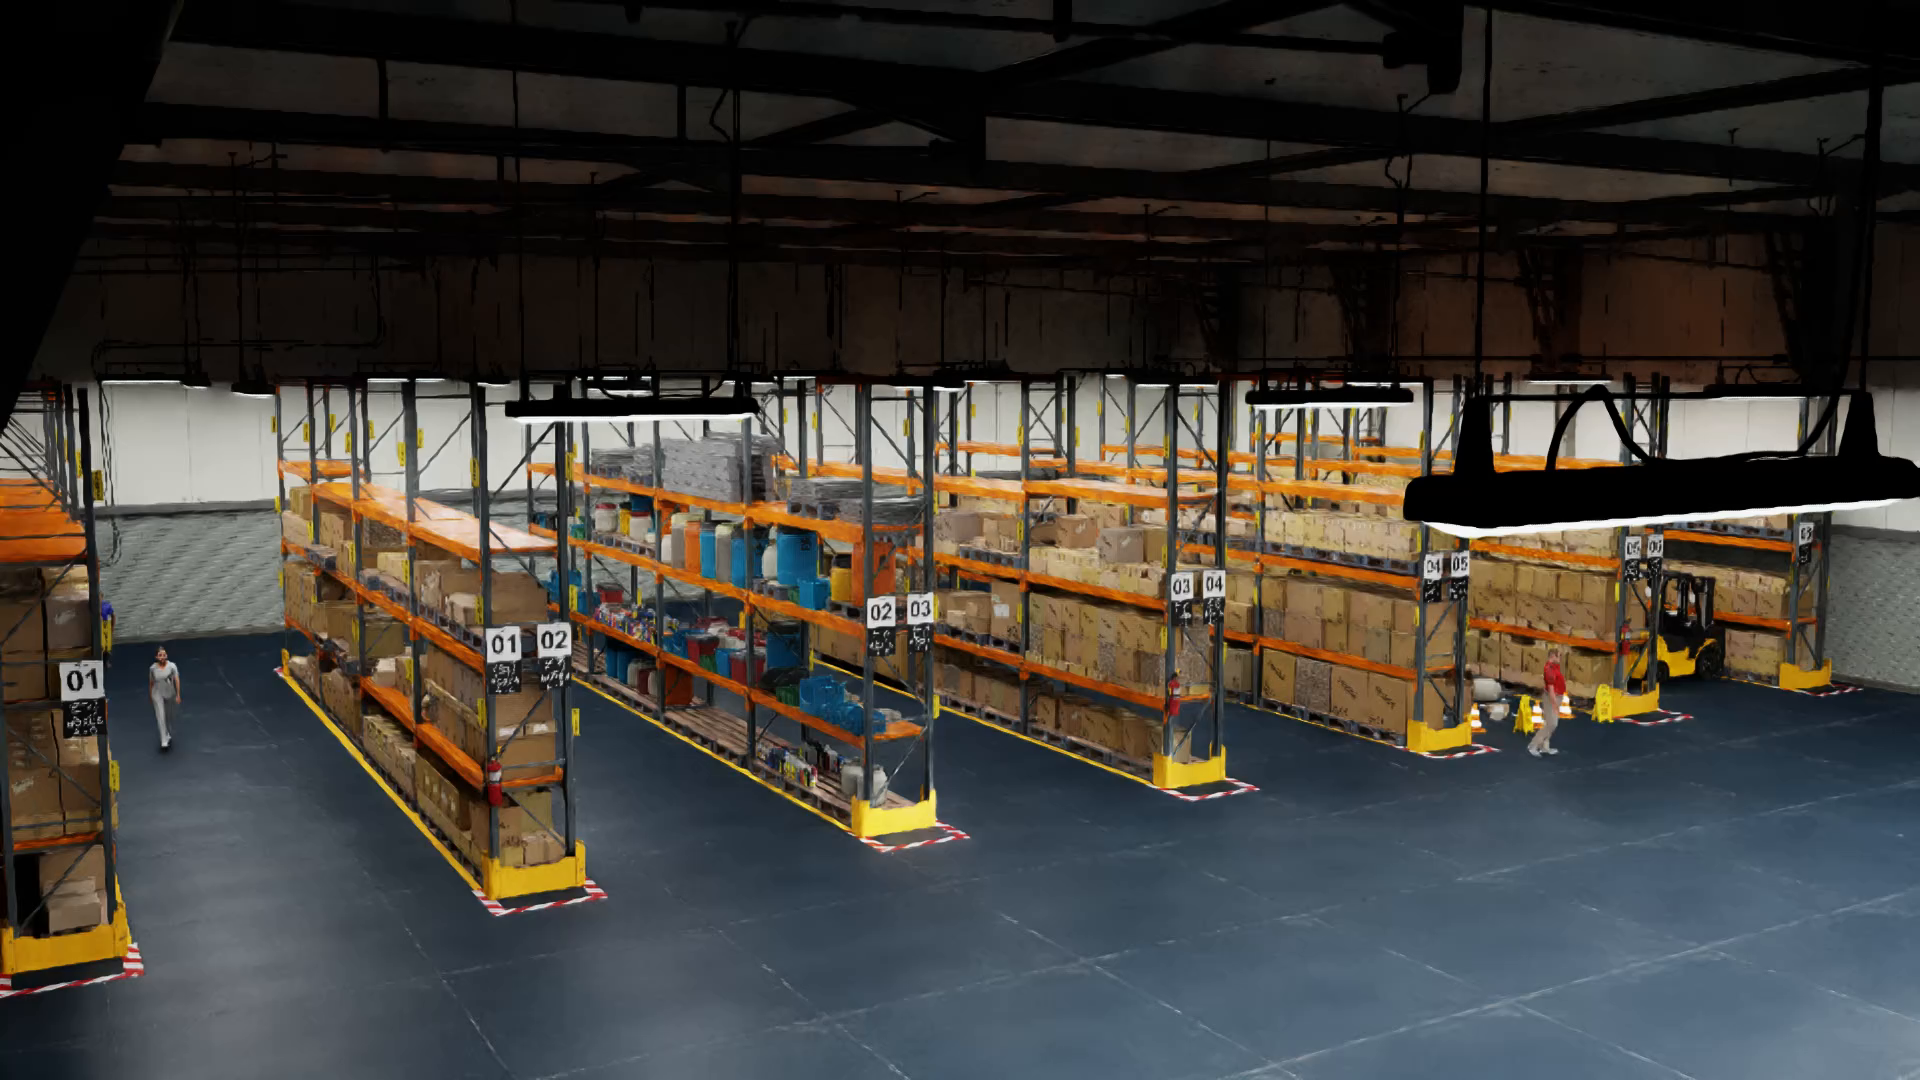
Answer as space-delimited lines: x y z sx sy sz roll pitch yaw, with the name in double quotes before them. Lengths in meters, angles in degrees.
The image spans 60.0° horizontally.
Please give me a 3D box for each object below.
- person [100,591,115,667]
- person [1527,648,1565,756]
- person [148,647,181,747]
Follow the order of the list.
"person" -17.623 1.823 34.048 0.592 1.598 0.513 -4 7 -32
"person" 9.346 2.585 26.479 0.547 1.718 0.729 2 7 18
"person" -13.033 2.545 27.267 0.453 1.612 1.019 -4 7 -31
